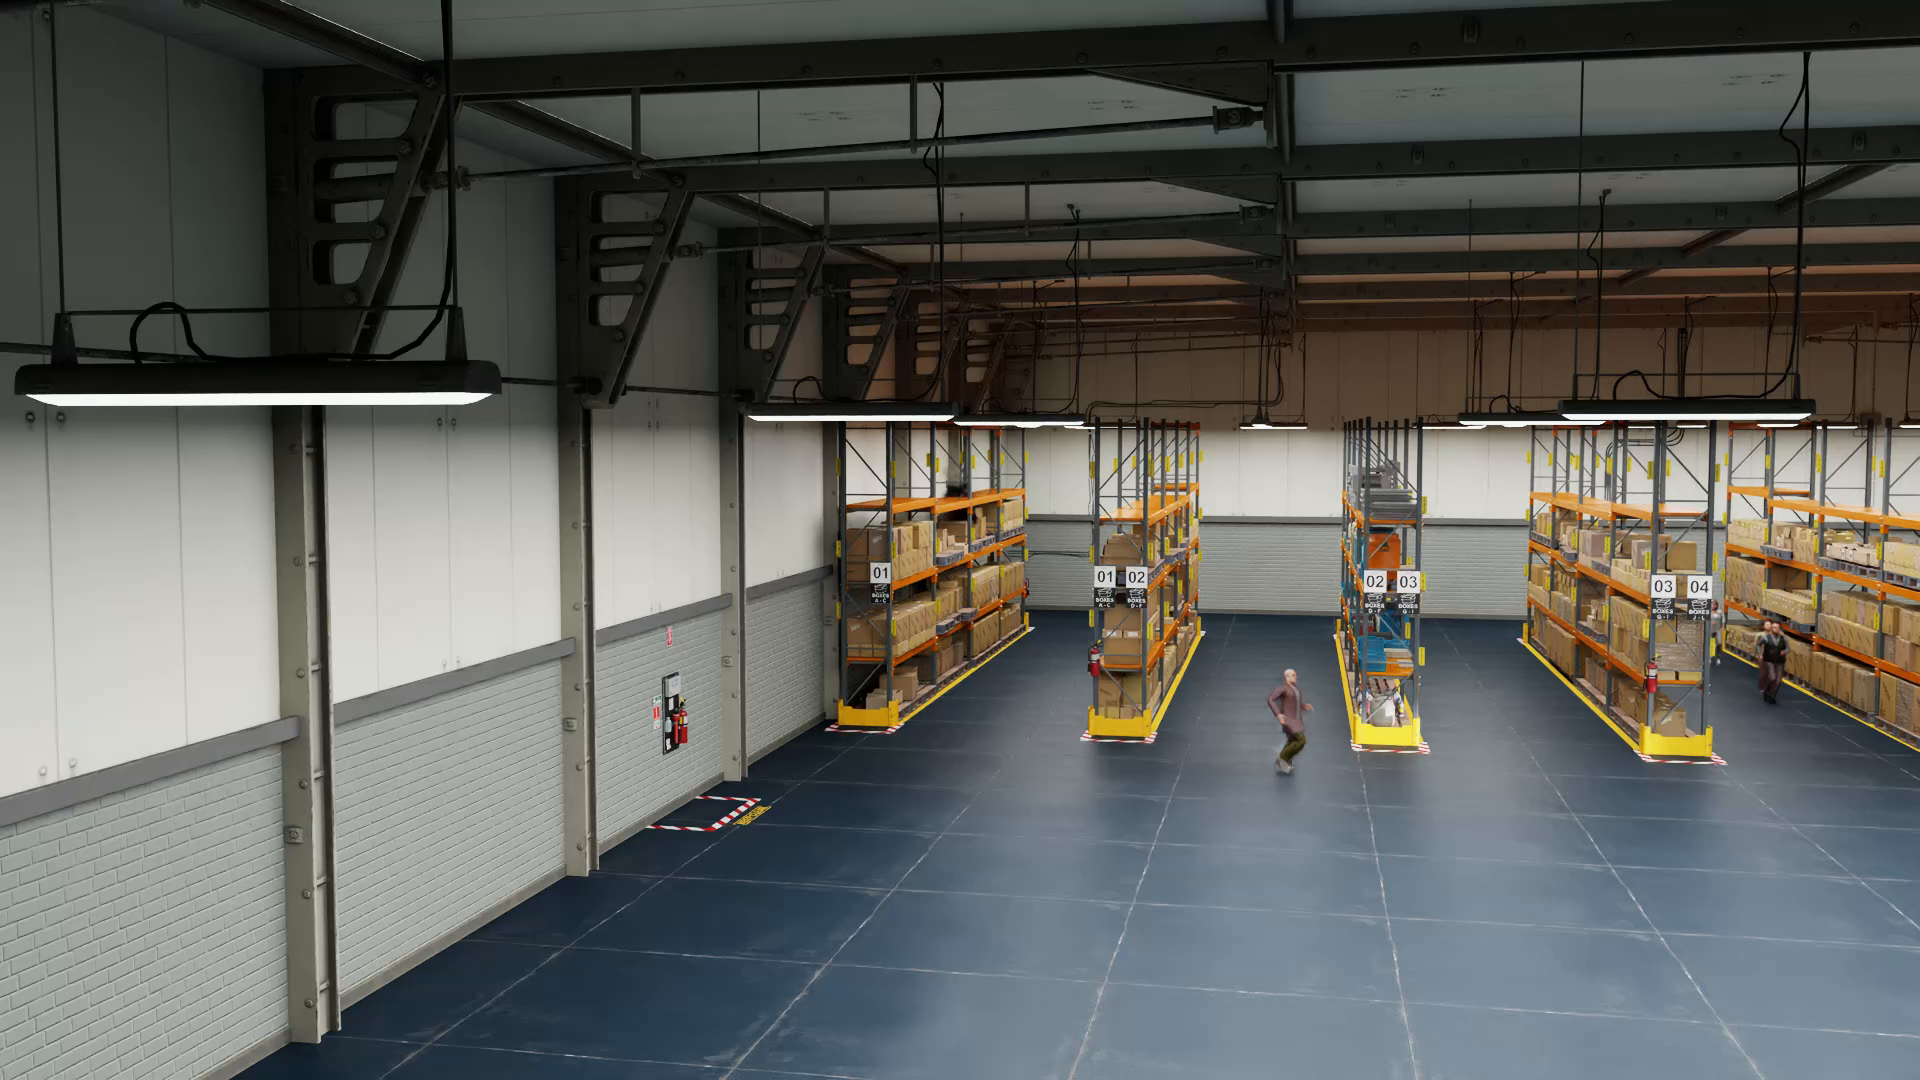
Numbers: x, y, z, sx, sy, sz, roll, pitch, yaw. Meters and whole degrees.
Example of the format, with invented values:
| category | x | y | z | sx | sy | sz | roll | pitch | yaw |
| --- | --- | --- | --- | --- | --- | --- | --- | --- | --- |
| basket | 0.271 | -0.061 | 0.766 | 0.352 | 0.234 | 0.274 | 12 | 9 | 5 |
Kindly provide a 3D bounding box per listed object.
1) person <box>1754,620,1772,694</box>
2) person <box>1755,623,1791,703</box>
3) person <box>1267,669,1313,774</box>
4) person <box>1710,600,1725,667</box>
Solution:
| category | x | y | z | sx | sy | sz | roll | pitch | yaw |
| --- | --- | --- | --- | --- | --- | --- | --- | --- | --- |
| person | 17.384 | 2.566 | 35.820 | 0.558 | 1.705 | 0.670 | 1 | 4 | 9 |
| person | 17.109 | 2.596 | 34.942 | 0.634 | 1.692 | 0.663 | 1 | 4 | 9 |
| person | 5.572 | 3.032 | 27.791 | 0.692 | 1.740 | 0.691 | 3 | 5 | 37 |
| person | 18.497 | 2.278 | 40.752 | 0.507 | 1.616 | 0.706 | 1 | 4 | 17 |
